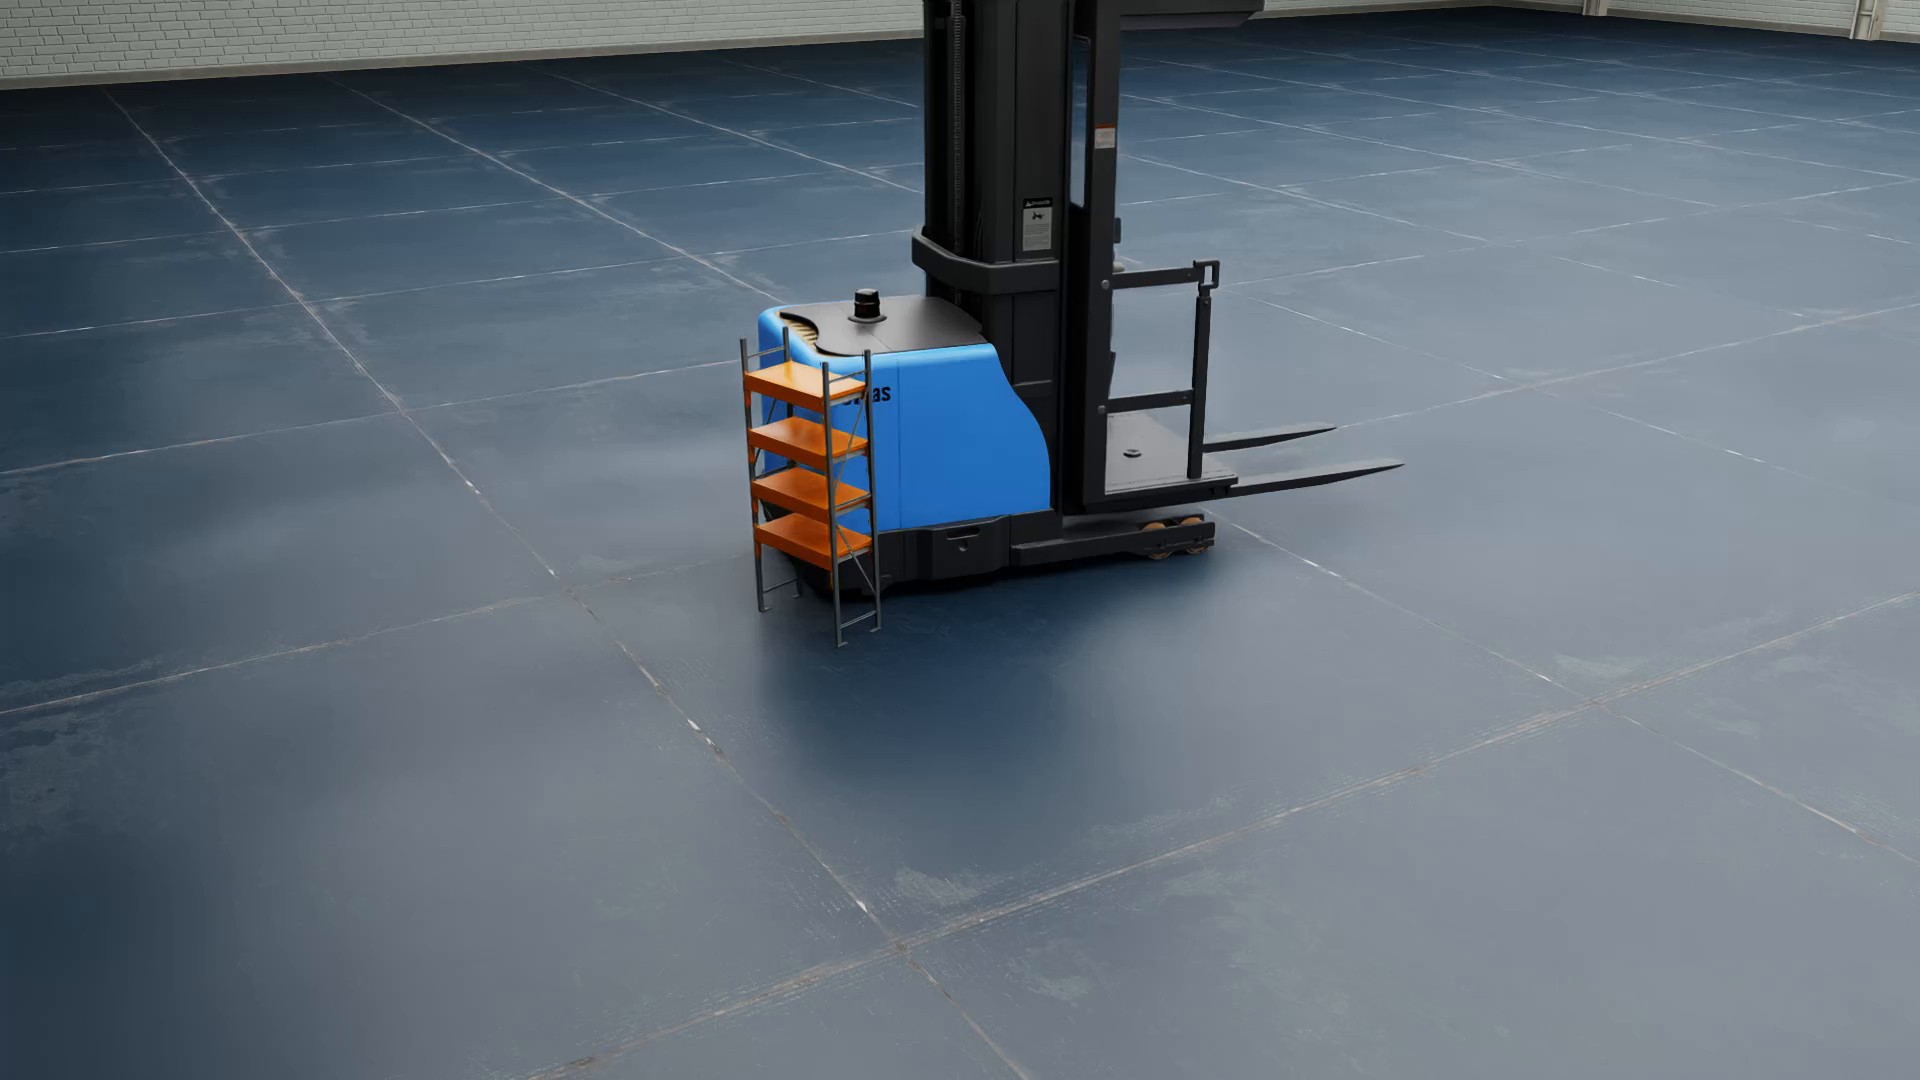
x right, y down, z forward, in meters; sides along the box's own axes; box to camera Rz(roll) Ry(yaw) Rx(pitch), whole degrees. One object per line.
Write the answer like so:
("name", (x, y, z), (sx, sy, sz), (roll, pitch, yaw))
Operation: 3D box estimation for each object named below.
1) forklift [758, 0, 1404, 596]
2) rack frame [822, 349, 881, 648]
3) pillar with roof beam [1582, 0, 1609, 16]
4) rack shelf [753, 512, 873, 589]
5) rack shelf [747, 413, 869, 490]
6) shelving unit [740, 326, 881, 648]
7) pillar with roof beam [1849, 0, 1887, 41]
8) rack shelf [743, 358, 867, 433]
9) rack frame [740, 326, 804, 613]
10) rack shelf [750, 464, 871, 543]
("forklift", (0.643, -1.446, 7.476), (3.031, 2.935, 1.130), (-8, 23, -19))
("rack frame", (-0.425, -0.152, 6.583), (0.015, 1.200, 0.240), (20, 31, 40))
("pillar with roof beam", (9.633, -14.364, 31.199), (9.100, 9.000, 0.400), (-13, 25, -28))
("rack shelf", (-0.596, 0.029, 6.844), (0.480, 0.148, 0.258), (20, 31, 40))
("rack shelf", (-0.603, -0.359, 6.680), (0.480, 0.148, 0.258), (20, 31, 40))
("shelving unit", (-0.600, -0.215, 6.741), (0.503, 1.200, 0.258), (20, 31, 40))
("pillar with roof beam", (12.698, -12.422, 26.421), (9.100, 9.000, 0.400), (-13, 25, -28))
("rack shelf", (-0.606, -0.577, 6.587), (0.480, 0.148, 0.258), (20, 31, 40))
("rack frame", (-0.775, -0.279, 6.898), (0.015, 1.200, 0.240), (20, 31, 40))
("rack shelf", (-0.599, -0.154, 6.767), (0.480, 0.148, 0.258), (20, 31, 40))
